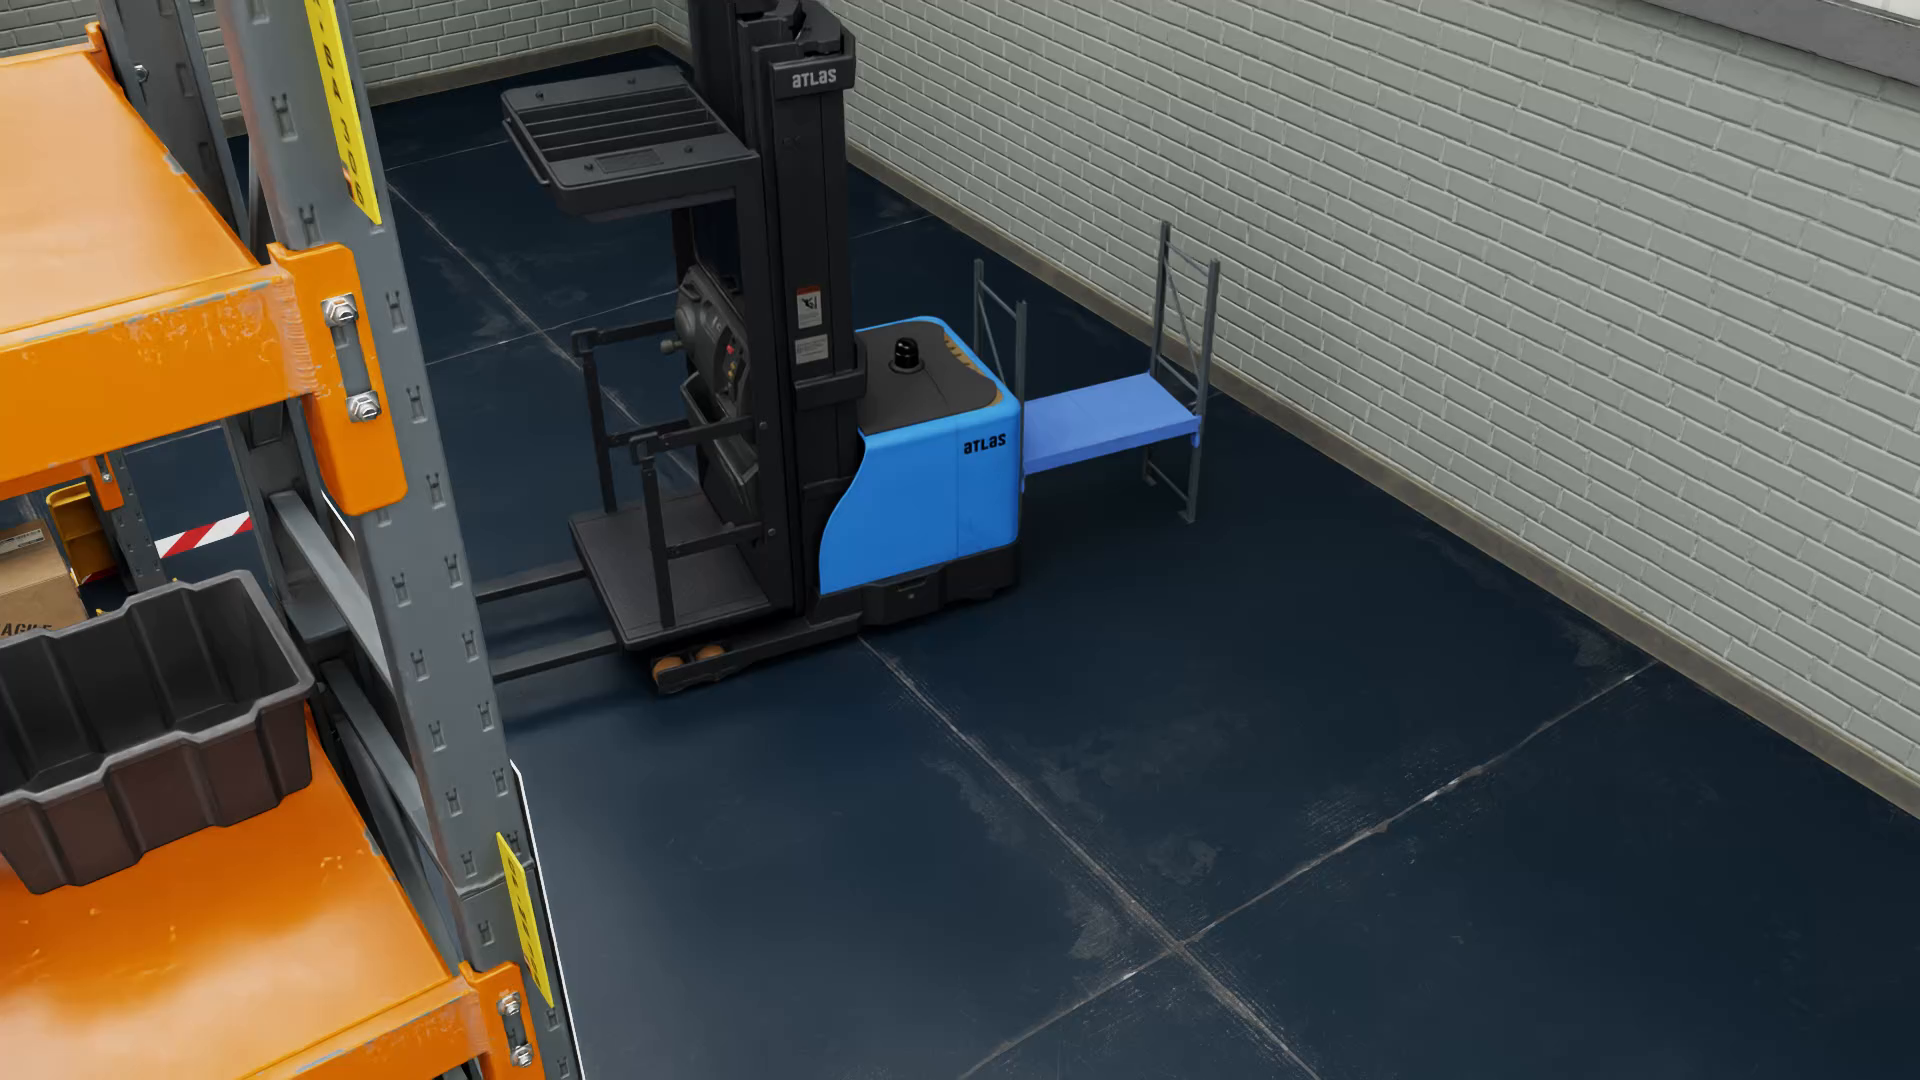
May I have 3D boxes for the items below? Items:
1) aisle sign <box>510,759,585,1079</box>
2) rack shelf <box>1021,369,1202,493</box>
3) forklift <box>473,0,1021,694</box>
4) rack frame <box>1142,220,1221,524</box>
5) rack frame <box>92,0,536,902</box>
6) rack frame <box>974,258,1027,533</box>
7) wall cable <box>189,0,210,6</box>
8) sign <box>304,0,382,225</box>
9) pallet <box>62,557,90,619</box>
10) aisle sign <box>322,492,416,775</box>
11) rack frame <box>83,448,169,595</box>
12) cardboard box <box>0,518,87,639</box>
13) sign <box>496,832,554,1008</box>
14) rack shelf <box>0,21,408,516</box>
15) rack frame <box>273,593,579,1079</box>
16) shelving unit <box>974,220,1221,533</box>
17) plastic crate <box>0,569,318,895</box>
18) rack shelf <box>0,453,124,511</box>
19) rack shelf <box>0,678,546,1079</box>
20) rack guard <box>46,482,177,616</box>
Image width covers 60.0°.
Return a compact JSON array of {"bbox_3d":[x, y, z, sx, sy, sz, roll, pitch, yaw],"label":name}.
[{"bbox_3d":[-0.799,0.590,2.947,0.004,0.787,0.394,-22,41,-28],"label":"aisle sign"},{"bbox_3d":[0.645,-0.560,8.366,1.000,0.185,0.538,-15,38,-20],"label":"rack shelf"},{"bbox_3d":[-1.265,-0.844,7.226,3.031,2.935,1.130,-15,38,-20],"label":"forklift"},{"bbox_3d":[1.108,-0.830,8.433,0.032,1.500,0.500,-15,38,-20],"label":"rack frame"},{"bbox_3d":[-1.026,-0.905,2.115,0.127,3.000,1.000,-22,41,-28],"label":"rack frame"},{"bbox_3d":[0.183,-0.583,8.089,0.032,1.500,0.500,-15,38,-20],"label":"rack frame"},{"bbox_3d":[-6.232,-4.493,11.371,1.851,1.984,0.084,-22,41,-28],"label":"wall cable"},{"bbox_3d":[-0.696,-0.517,1.852,0.005,0.325,0.100,-22,41,-28],"label":"sign"},{"bbox_3d":[-4.590,0.591,7.561,1.213,0.211,1.003,-22,41,-28],"label":"pallet"},{"bbox_3d":[-1.139,0.309,3.339,0.004,0.787,0.394,-22,41,-28],"label":"aisle sign"},{"bbox_3d":[-3.877,-0.835,7.156,0.127,3.000,1.000,-22,41,-28],"label":"rack frame"},{"bbox_3d":[-4.179,0.301,7.339,0.500,0.500,0.500,-22,41,-28],"label":"cardboard box"},{"bbox_3d":[-0.696,0.612,2.664,0.005,0.325,0.100,-22,41,-28],"label":"sign"},{"bbox_3d":[-2.661,0.222,1.507,4.000,0.370,1.077,-22,41,-28],"label":"rack shelf"},{"bbox_3d":[-1.026,1.530,3.867,0.127,3.000,1.000,-22,41,-28],"label":"rack frame"},{"bbox_3d":[0.645,-0.706,8.261,1.048,1.500,0.538,-15,38,-20],"label":"shelving unit"},{"bbox_3d":[-1.501,0.362,3.034,0.590,0.269,0.497,-22,41,-28],"label":"plastic crate"},{"bbox_3d":[-5.511,0.130,6.430,4.000,0.370,1.077,-22,41,-28],"label":"rack shelf"},{"bbox_3d":[-2.661,1.277,2.266,4.000,0.370,1.077,-22,41,-28],"label":"rack shelf"},{"bbox_3d":[-3.939,0.205,7.850,0.348,0.500,1.175,-22,41,-28],"label":"rack guard"}]
